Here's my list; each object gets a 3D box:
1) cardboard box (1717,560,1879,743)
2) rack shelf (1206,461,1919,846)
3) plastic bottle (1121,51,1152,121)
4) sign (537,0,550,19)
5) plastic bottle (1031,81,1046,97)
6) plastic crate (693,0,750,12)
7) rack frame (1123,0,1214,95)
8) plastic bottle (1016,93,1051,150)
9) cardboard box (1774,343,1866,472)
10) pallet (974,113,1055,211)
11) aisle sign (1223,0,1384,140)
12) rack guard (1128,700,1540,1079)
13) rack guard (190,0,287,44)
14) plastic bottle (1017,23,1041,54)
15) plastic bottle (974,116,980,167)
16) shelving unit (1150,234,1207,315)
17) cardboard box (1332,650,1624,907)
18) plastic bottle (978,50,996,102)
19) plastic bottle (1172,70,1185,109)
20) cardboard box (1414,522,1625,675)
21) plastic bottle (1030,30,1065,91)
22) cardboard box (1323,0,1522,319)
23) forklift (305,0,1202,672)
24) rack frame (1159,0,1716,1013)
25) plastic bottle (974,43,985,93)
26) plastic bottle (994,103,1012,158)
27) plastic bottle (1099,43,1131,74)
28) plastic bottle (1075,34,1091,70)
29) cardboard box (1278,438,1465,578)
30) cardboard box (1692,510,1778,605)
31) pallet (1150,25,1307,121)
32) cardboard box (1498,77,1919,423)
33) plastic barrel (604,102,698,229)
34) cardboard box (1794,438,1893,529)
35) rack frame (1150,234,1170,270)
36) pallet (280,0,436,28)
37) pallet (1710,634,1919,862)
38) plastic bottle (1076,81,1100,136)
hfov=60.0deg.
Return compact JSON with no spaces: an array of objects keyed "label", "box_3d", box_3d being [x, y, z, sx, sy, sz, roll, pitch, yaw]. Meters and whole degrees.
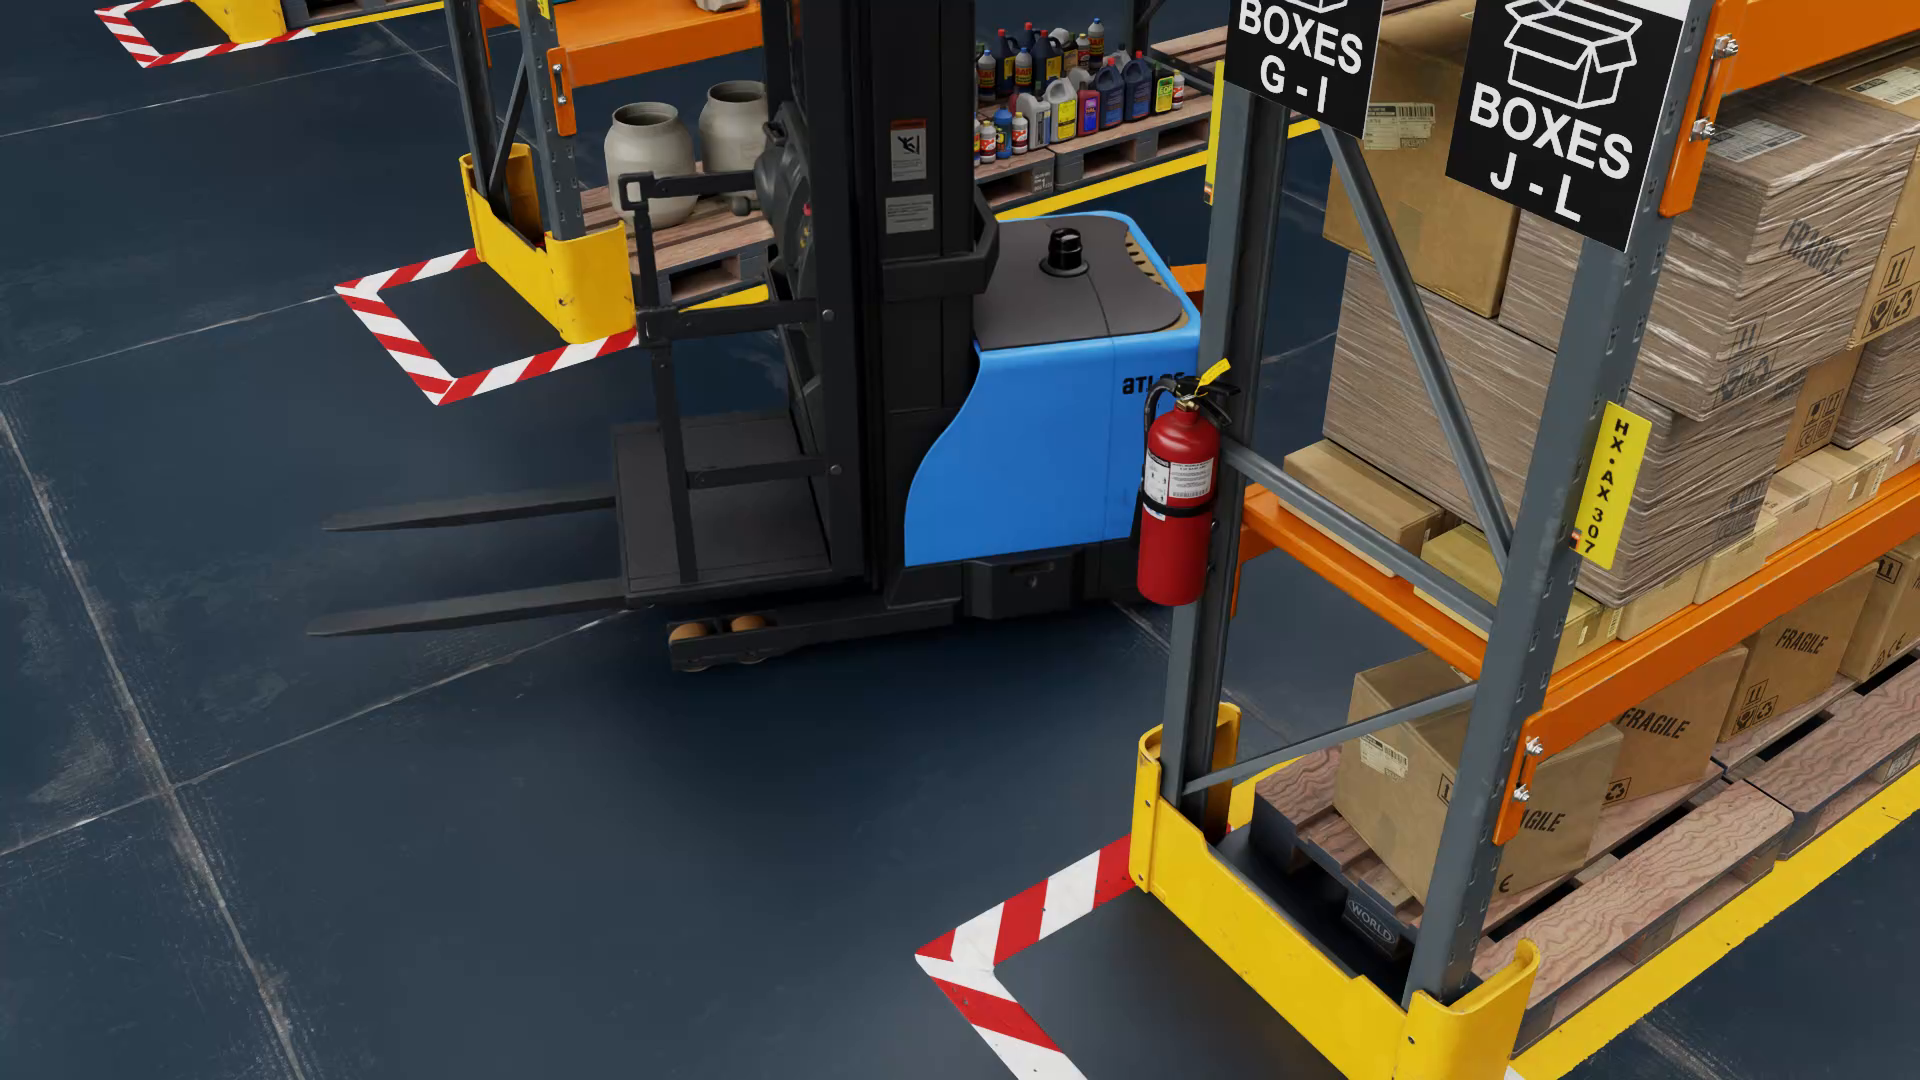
[{"label":"cardboard box","box_3d":[2.397,0.217,5.160,0.500,0.500,0.500,-18,40,-24]},{"label":"rack shelf","box_3d":[2.520,-0.387,4.835,4.000,0.370,1.077,-22,41,-28]},{"label":"plastic bottle","box_3d":[0.941,-2.464,9.000,0.185,0.351,0.144,-24,42,-29]},{"label":"sign","box_3d":[-1.655,-2.218,6.528,0.005,0.325,0.100,-22,41,-28]},{"label":"plastic bottle","box_3d":[0.440,-2.304,8.834,0.133,0.283,0.061,-22,41,-28]},{"label":"plastic crate","box_3d":[-1.051,-2.410,7.258,0.250,0.136,0.298,-22,41,-28]},{"label":"rack frame","box_3d":[1.301,-3.715,8.847,0.127,3.000,1.000,-22,41,-28]},{"label":"plastic bottle","box_3d":[0.385,-2.208,8.707,0.135,0.276,0.152,-22,41,-27]},{"label":"cardboard box","box_3d":[1.690,-0.565,4.126,0.500,0.500,0.875,-22,41,-28]},{"label":"pallet","box_3d":[-0.270,-1.965,8.801,1.213,0.211,1.003,-22,41,-28]},{"label":"aisle sign","box_3d":[0.662,-1.184,3.101,0.004,0.787,0.394,-22,41,-28]},{"label":"rack guard","box_3d":[0.947,0.983,4.455,0.348,0.500,1.175,-22,41,-28]},{"label":"rack guard","box_3d":[-4.838,-3.712,10.984,0.348,0.500,1.175,-22,41,-28]},{"label":"plastic bottle","box_3d":[0.403,-2.745,9.390,0.185,0.351,0.144,-21,41,-27]},{"label":"plastic bottle","box_3d":[0.055,-2.051,8.493,0.097,0.271,0.097,0,36,0]},{"label":"shelving unit","box_3d":[0.831,-0.634,6.232,0.252,1.050,0.215,-8,36,-10]},{"label":"cardboard box","box_3d":[1.405,0.636,4.578,0.500,0.500,0.500,-15,38,-20]},{"label":"plastic bottle","box_3d":[0.150,-2.582,9.231,0.097,0.271,0.097,0,36,0]},{"label":"plastic bottle","box_3d":[1.184,-2.487,9.159,0.097,0.201,0.097,0,36,0]},{"label":"cardboard box","box_3d":[1.255,0.114,3.738,0.250,0.149,0.380,-22,41,-28]},{"label":"plastic bottle","box_3d":[0.486,-2.676,9.294,0.185,0.351,0.144,-22,41,-28]},{"label":"cardboard box","box_3d":[1.192,-0.876,3.703,0.500,0.500,0.500,-22,41,-28]},{"label":"forklift","box_3d":[-0.735,-1.082,5.244,3.031,2.935,1.130,-7,36,-10]},{"label":"rack frame","box_3d":[0.885,-0.006,3.690,0.127,3.000,1.000,-22,41,-28]},{"label":"plastic bottle","box_3d":[0.089,-2.619,9.272,0.133,0.283,0.061,-20,40,-26]},{"label":"plastic bottle","box_3d":[0.221,-2.119,8.587,0.097,0.271,0.097,0,36,0]},{"label":"plastic bottle","box_3d":[0.858,-2.533,9.095,0.185,0.351,0.144,-22,41,-28]},{"label":"plastic bottle","box_3d":[0.705,-2.826,9.630,0.097,0.201,0.097,0,36,0]},{"label":"cardboard box","box_3d":[0.999,-0.099,4.033,0.250,0.149,0.380,-22,41,-28]},{"label":"cardboard box","box_3d":[1.684,-0.038,3.949,0.250,0.149,0.380,-22,41,-28]},{"label":"pallet","box_3d":[1.921,-2.866,10.054,1.213,0.211,1.003,-22,41,-28]},{"label":"cardboard box","box_3d":[1.492,-0.628,3.358,0.500,0.500,0.500,-22,41,-28]},{"label":"plastic barrel","box_3d":[-1.474,-1.788,7.939,0.421,0.512,0.421,0,36,0]},{"label":"cardboard box","box_3d":[2.085,-0.213,4.192,0.250,0.149,0.380,-22,41,-28]},{"label":"rack frame","box_3d":[0.712,-0.618,6.210,0.008,1.050,0.200,-8,36,-10]},{"label":"pallet","box_3d":[-4.218,-3.881,11.465,1.213,0.211,1.003,-22,41,-28]},{"label":"pallet","box_3d":[2.628,0.436,5.463,1.213,0.211,1.003,-22,41,-28]},{"label":"plastic bottle","box_3d":[0.675,-2.298,8.826,0.133,0.283,0.061,-20,40,-25]}]
